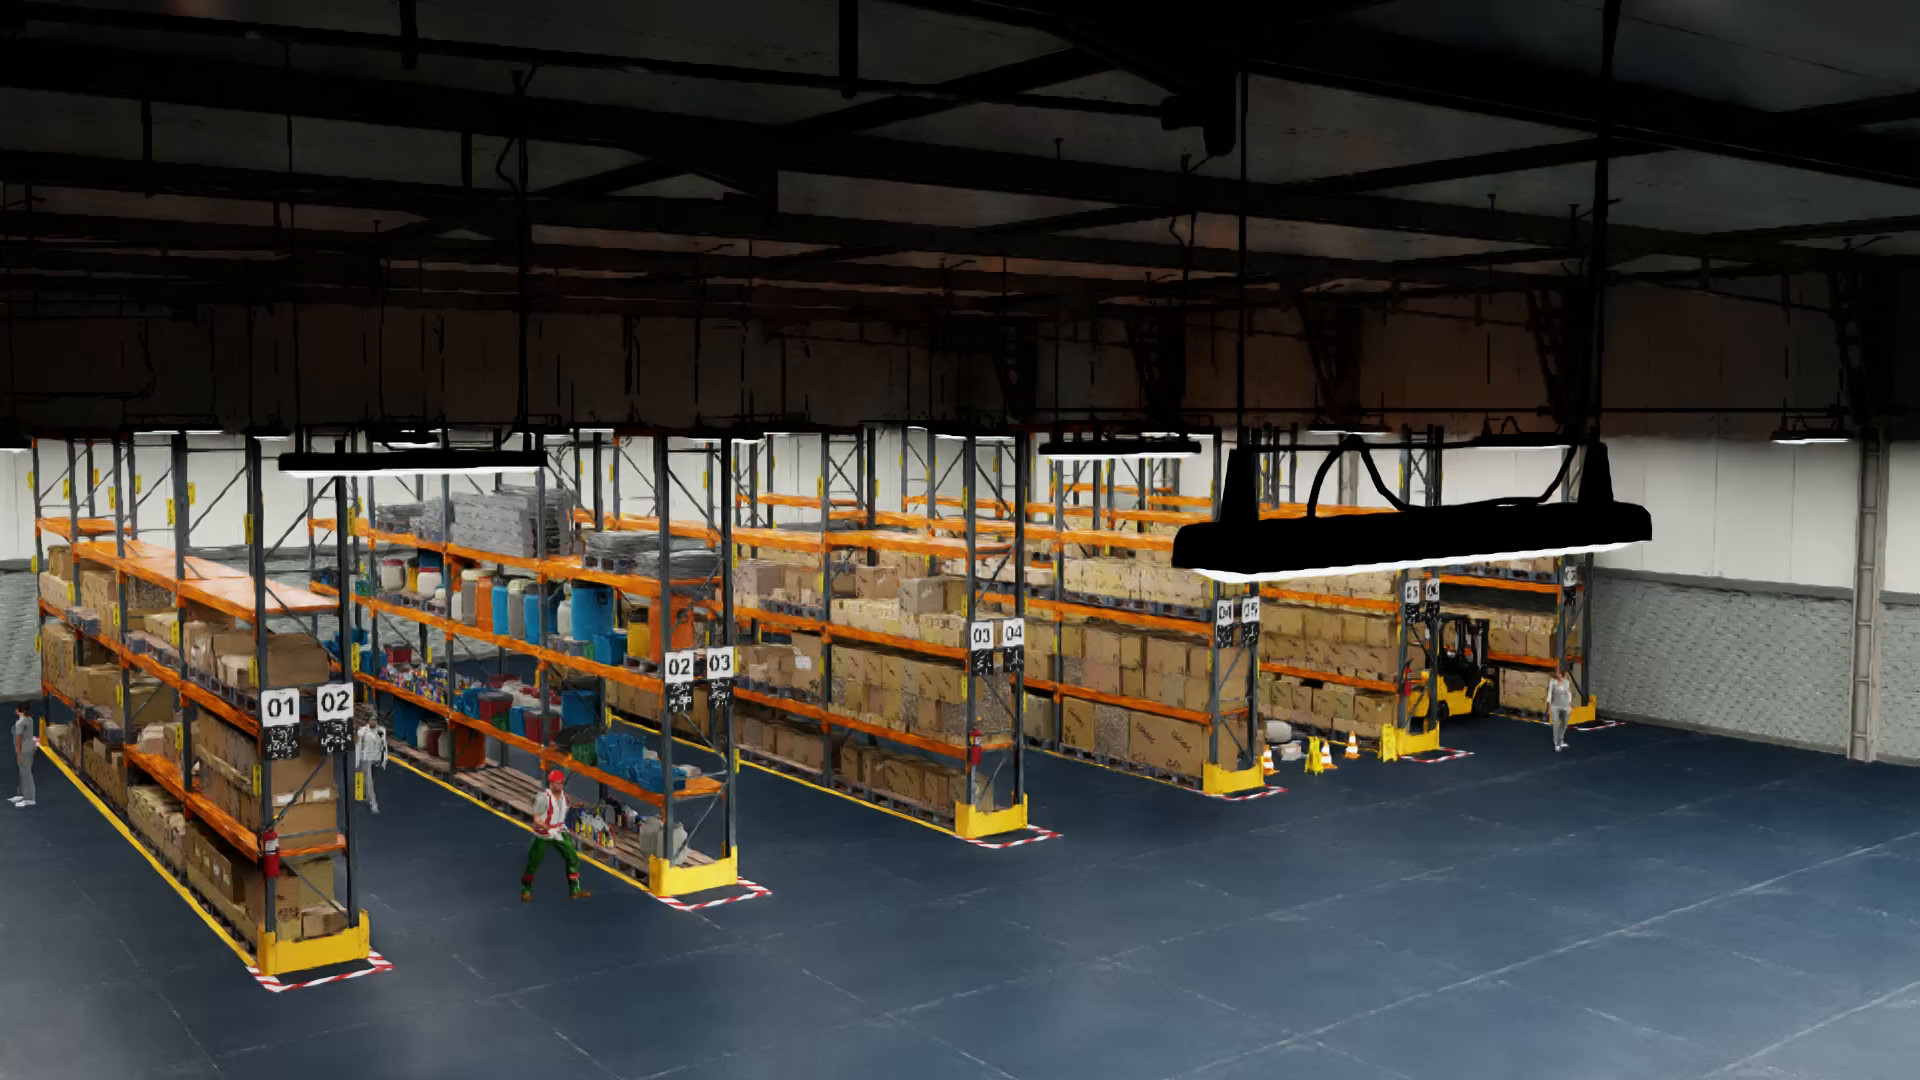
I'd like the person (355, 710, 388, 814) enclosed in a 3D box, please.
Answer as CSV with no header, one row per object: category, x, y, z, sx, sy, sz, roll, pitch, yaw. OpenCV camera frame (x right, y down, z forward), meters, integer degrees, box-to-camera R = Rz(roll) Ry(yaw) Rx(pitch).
person,-9.263,3.456,26.254,0.488,1.590,1.079,-4,6,-39

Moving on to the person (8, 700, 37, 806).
person,-15.020,3.394,26.605,0.477,1.675,0.487,-1,5,-7

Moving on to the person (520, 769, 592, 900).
person,-5.265,3.781,21.402,0.838,1.716,0.686,3,6,37

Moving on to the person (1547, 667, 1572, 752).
person,11.140,3.118,30.928,0.469,1.584,0.508,0,4,1
